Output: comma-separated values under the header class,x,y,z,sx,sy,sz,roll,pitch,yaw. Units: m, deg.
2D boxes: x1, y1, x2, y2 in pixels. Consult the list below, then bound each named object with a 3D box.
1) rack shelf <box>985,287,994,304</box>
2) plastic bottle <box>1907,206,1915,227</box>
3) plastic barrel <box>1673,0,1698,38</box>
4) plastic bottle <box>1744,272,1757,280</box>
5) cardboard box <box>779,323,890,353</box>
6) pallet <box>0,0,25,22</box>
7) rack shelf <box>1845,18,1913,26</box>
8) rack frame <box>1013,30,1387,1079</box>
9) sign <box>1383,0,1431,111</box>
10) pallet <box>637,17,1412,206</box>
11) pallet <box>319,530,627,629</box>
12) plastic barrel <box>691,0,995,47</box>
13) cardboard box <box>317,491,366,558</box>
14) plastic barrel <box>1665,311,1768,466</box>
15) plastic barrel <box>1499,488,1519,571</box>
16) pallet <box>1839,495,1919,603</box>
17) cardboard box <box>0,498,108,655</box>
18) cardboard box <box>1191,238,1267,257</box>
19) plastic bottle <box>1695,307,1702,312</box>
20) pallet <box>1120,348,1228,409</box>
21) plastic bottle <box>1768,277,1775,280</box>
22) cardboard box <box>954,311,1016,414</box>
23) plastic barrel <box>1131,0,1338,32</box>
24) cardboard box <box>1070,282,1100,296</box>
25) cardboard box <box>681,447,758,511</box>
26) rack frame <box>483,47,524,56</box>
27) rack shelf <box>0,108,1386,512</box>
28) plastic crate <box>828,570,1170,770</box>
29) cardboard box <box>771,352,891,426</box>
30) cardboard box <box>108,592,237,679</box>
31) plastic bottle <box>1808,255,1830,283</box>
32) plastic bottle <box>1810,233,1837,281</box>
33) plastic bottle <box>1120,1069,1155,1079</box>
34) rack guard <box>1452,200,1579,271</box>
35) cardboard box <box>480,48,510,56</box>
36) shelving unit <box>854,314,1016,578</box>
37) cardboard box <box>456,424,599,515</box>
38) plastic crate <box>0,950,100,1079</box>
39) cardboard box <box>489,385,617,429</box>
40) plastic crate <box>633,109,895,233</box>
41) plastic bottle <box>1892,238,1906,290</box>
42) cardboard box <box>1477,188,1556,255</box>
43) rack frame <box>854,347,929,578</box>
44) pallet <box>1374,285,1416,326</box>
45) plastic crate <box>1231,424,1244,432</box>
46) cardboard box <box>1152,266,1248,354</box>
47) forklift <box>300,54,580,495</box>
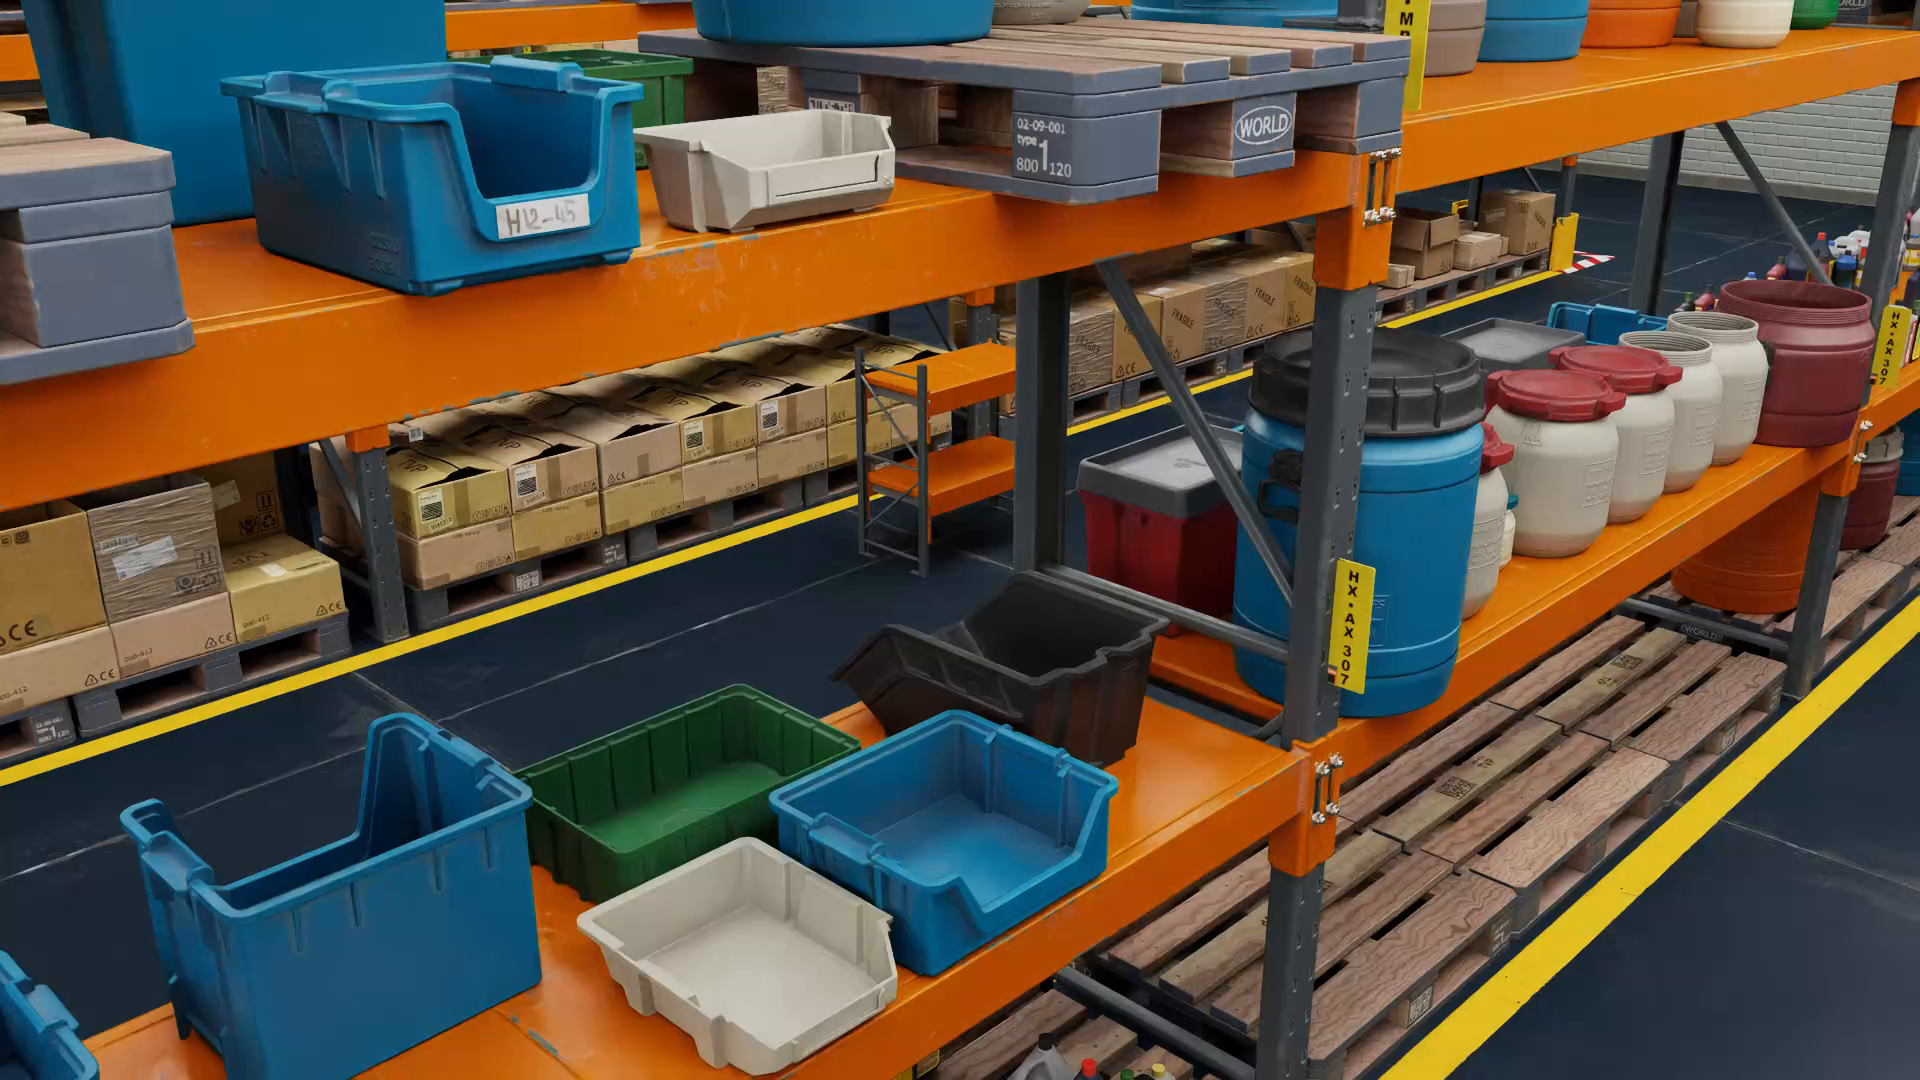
class,x,y,z,sx,sy,sz,roll,pitch,yaw
rack shelf,1.186,-2.252,11.755,1.077,0.370,4.000,19,28,41
plastic bottle,5.566,-1.819,9.789,0.061,0.283,0.133,19,28,41
plastic barrel,2.608,-2.310,6.024,0.600,0.901,0.600,0,21,0
plastic bottle,3.839,-1.168,8.112,0.097,0.271,0.097,0,21,0
cardboard box,-0.785,-1.187,10.447,0.500,0.311,0.500,-19,28,-40
pallet,-3.577,-2.178,6.504,1.003,0.211,1.213,19,28,41
rack shelf,4.732,-2.411,7.989,1.077,0.370,4.000,19,28,41
rack frame,0.546,0.195,4.385,1.000,3.000,0.127,19,28,41
sign,0.933,-1.068,3.480,0.100,0.325,0.005,19,28,41
pallet,0.113,-0.907,3.335,1.213,0.211,1.003,19,28,41
pallet,-2.514,0.057,8.632,1.003,0.211,1.213,19,28,41
plastic barrel,-0.225,-1.406,3.086,0.600,0.901,0.708,19,28,41
cardboard box,-2.918,-0.137,8.497,0.500,0.250,0.500,19,28,40
plastic barrel,2.772,-0.567,6.213,0.421,0.512,0.421,0,21,0
plastic barrel,1.580,-0.042,5.195,0.301,0.262,0.301,0,21,0
pallet,4.708,-0.056,8.927,1.003,0.211,1.213,19,28,41
cardboard box,-3.870,0.121,6.781,0.500,0.500,0.500,19,28,41
cardboard box,2.069,-2.077,13.168,0.500,0.500,0.500,18,27,38
plastic bottle,3.407,-0.976,7.710,0.097,0.201,0.097,0,21,0
pallet,1.189,-1.266,12.075,1.003,0.211,1.213,19,28,41
plastic bottle,4.043,-1.210,8.320,0.097,0.201,0.097,0,21,0
cardboard box,0.313,-1.158,10.776,0.500,0.500,0.500,-19,28,-40
plastic barrel,0.746,-1.624,4.239,0.600,0.901,0.708,19,28,41
cardboard box,0.636,-1.544,11.782,0.500,0.500,0.500,18,27,39
cardboard box,-1.469,-0.395,9.168,0.500,0.250,0.500,-20,28,-41
rack frame,-3.761,-3.312,13.512,1.000,3.000,0.127,19,28,41
rack shelf,-0.849,-0.355,2.639,1.077,0.370,4.000,19,28,41
plastic crate,0.090,0.327,4.129,0.767,0.338,0.504,19,28,41
cardboard box,-0.756,-0.916,9.743,0.500,0.311,0.500,19,28,40
cardboard box,-3.523,0.342,7.251,0.500,0.250,0.500,19,28,41
plastic bottle,4.343,-1.294,8.424,0.061,0.283,0.133,19,28,41
plastic bottle,4.473,-1.427,8.674,0.144,0.351,0.185,19,28,41
plastic bottle,0.447,1.464,4.257,0.133,0.283,0.061,-18,28,-39
rack guard,5.318,-2.944,16.036,1.175,0.500,0.348,19,28,41
cardboard box,-3.631,-4.039,13.774,0.500,0.250,0.500,-19,28,-41
shelving unit,0.005,-0.527,8.877,0.538,1.125,1.048,19,28,41
cardboard box,-2.180,-0.391,8.376,0.500,0.311,0.500,19,28,40
plastic crate,-1.652,0.924,2.697,0.499,0.251,0.408,19,28,41
cardboard box,-2.215,-0.658,9.072,0.500,0.311,0.500,19,28,40
plastic crate,-0.284,-0.568,2.558,0.243,0.136,0.396,19,28,41
plastic bottle,4.994,-1.503,8.978,0.152,0.276,0.135,19,28,41
cardboard box,5.168,-2.967,15.484,0.500,0.500,0.500,19,28,41
rack frame,-0.350,-0.396,8.537,0.500,1.125,0.032,19,28,41
pallet,3.061,-1.976,13.923,1.003,0.211,1.213,19,28,41
plastic crate,1.093,-0.159,5.328,0.392,0.384,0.575,19,28,41
cardboard box,1.741,-1.688,12.156,0.500,0.500,0.500,20,29,41
forklift,-3.677,-1.925,9.997,1.130,2.935,3.031,15,26,34
